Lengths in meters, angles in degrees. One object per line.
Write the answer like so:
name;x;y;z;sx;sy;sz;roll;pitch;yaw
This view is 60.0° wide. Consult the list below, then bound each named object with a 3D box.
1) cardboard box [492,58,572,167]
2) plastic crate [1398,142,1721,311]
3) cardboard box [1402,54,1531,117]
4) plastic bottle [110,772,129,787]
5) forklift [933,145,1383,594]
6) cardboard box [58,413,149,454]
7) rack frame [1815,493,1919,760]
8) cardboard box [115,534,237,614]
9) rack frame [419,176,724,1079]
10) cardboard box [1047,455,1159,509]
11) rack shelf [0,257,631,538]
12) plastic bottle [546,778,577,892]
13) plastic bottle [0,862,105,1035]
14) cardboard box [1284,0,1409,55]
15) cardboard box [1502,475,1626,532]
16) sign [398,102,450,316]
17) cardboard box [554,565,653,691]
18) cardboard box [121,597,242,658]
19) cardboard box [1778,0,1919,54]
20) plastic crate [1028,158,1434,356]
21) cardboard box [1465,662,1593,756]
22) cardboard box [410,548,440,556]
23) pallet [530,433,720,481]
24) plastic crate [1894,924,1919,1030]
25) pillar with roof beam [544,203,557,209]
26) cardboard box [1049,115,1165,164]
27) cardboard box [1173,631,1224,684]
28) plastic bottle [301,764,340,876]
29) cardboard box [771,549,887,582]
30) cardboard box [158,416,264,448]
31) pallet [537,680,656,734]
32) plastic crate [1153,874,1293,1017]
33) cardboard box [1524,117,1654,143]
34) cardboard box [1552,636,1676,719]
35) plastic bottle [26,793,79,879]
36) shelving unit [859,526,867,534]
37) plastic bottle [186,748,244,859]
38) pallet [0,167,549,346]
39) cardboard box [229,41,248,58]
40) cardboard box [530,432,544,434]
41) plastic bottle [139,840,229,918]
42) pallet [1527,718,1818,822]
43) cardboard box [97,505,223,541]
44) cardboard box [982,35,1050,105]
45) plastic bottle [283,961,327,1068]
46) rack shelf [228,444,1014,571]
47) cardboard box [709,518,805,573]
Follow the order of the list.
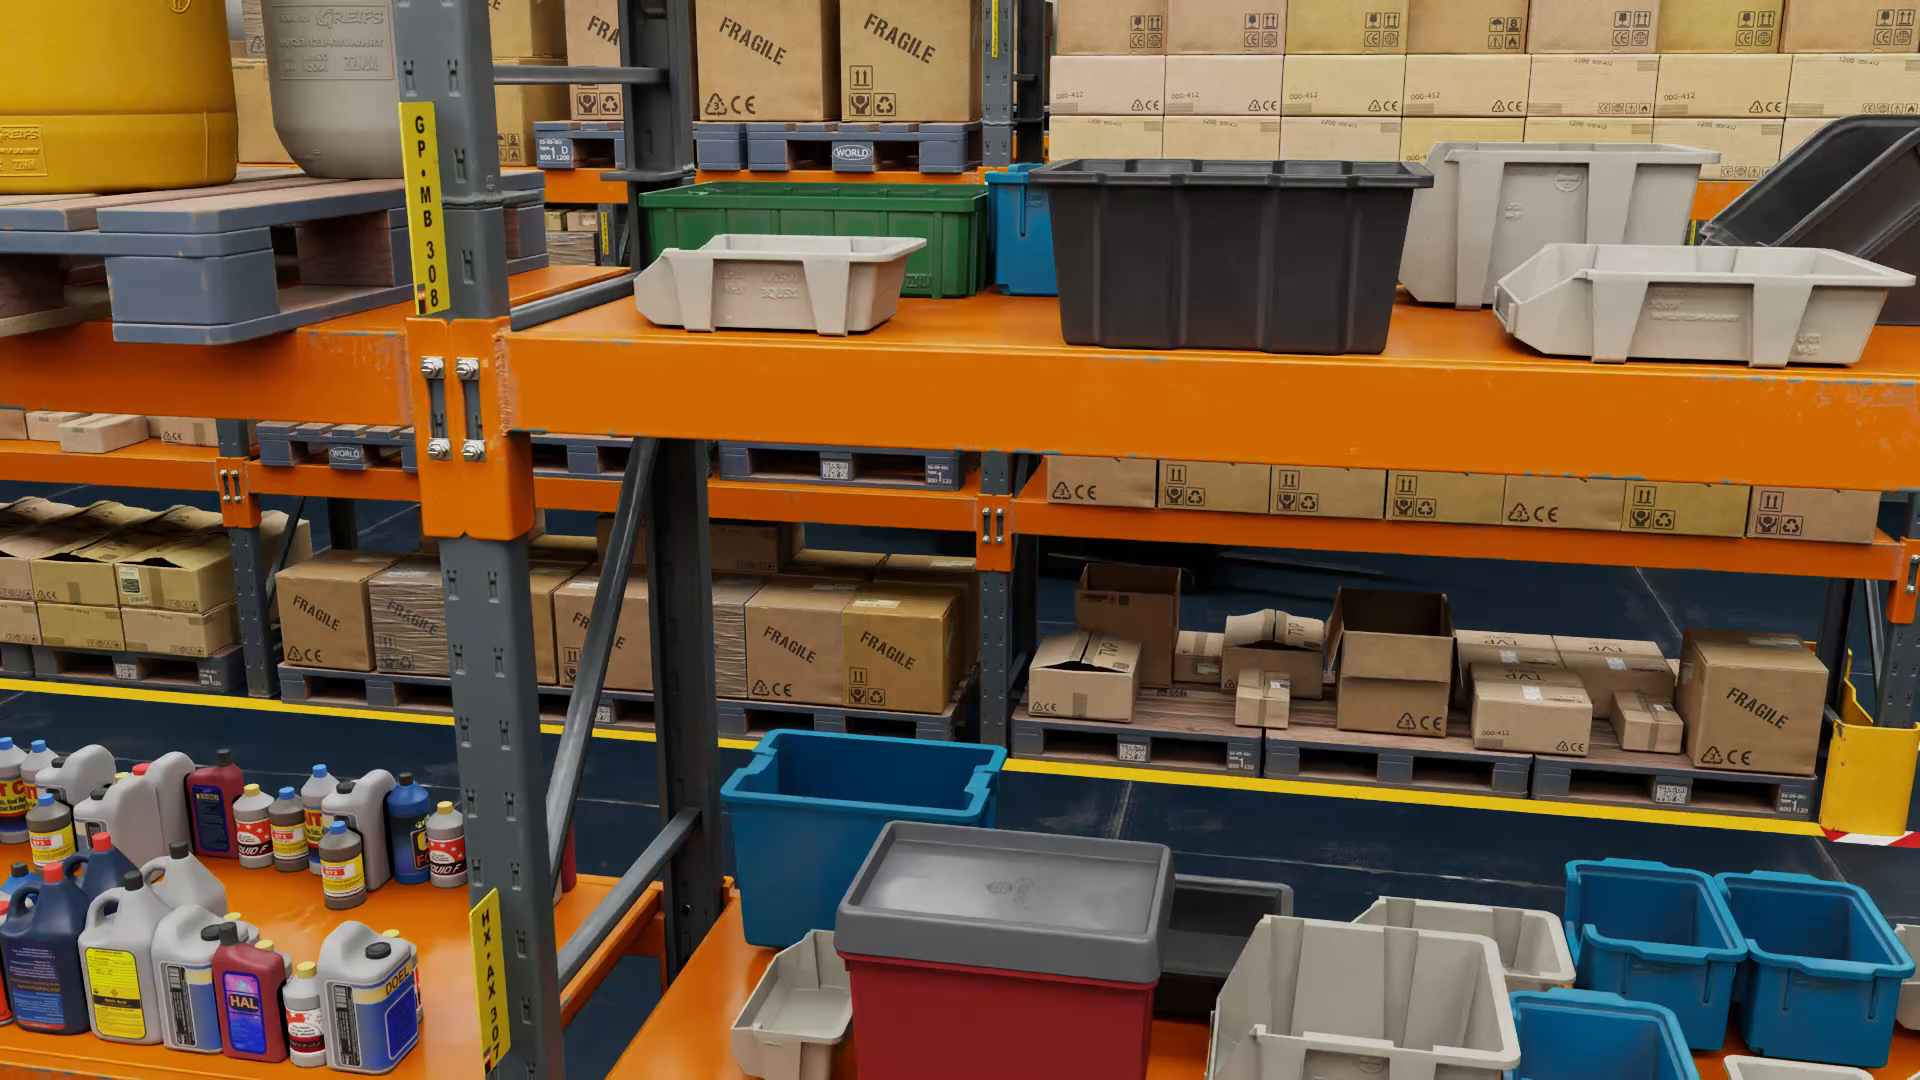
cardboard box;-2.217;-2.149;8.325;0.500;0.500;0.910;3;16;11
plastic crate;1.077;-0.590;3.107;0.530;0.282;0.437;3;16;11
cardboard box;2.154;-1.953;7.148;0.500;0.250;0.500;3;16;11
plastic bottle;-2.125;0.693;4.244;0.097;0.201;0.097;0;15;0
forklift;1.378;-1.228;10.934;3.031;2.935;1.130;7;17;23
cardboard box;-4.597;-0.579;8.933;0.250;0.149;0.380;3;16;11
rack frame;4.179;-0.299;7.452;0.127;3.000;1.000;3;16;11
cardboard box;-4.223;0.165;9.092;0.500;0.311;0.500;4;16;13
rack frame;-0.732;0.784;3.543;0.127;3.000;1.000;3;16;11
cardboard box;0.704;-0.461;7.851;0.500;0.500;0.500;4;16;13
rack shelf;-2.692;-0.421;3.622;4.000;0.370;1.077;3;16;11
plastic bottle;-1.006;0.709;4.032;0.133;0.283;0.061;3;16;11
plastic bottle;-1.879;0.835;3.452;0.185;0.351;0.144;3;16;11
cardboard box;1.696;-2.383;7.295;0.500;0.500;0.700;3;16;11
cardboard box;2.689;-0.354;7.465;0.500;0.500;0.500;3;16;12
sign;-0.843;-0.522;2.622;0.005;0.325;0.100;3;16;11
cardboard box;-1.755;0.448;8.614;0.500;0.500;0.500;3;16;9
cardboard box;-4.225;0.434;9.170;0.500;0.250;0.500;3;16;12
cardboard box;3.672;-2.297;6.988;0.500;0.500;0.700;3;16;11
plastic crate;0.431;-0.461;2.662;0.590;0.269;0.497;3;16;11
cardboard box;2.672;0.791;7.843;0.500;0.250;0.500;3;16;11
cardboard box;-2.698;0.257;9.305;0.500;0.500;0.500;4;16;13
pallet;-1.754;-0.530;8.645;1.213;0.211;1.003;3;16;11
plastic crate;2.049;0.921;3.430;0.298;0.136;0.250;3;16;11
pillar with roof beam;-4.637;-4.081;9.867;0.400;9.000;9.100;3;16;11
cardboard box;0.686;-1.794;7.512;0.500;0.250;0.500;3;16;11
cardboard box;1.253;0.611;8.685;0.250;0.149;0.380;3;16;11
plastic bottle;-1.576;0.689;4.127;0.097;0.271;0.097;0;15;0
cardboard box;-0.692;0.366;8.910;0.500;0.500;0.500;3;16;12
cardboard box;-4.009;-0.712;9.111;0.500;0.311;0.500;4;16;15
pallet;-1.745;0.735;8.945;1.213;0.211;1.003;3;16;11
plastic crate;0.418;0.877;3.610;0.590;0.125;0.437;3;16;11
cardboard box;2.642;-1.683;7.111;0.500;0.250;0.500;3;16;11
cardboard box;3.212;0.685;8.228;0.500;0.250;0.500;3;16;11
plastic bottle;-2.251;0.727;4.119;0.097;0.201;0.097;0;15;0
shelving unit;-0.316;-0.781;12.003;0.755;1.500;0.431;6;17;21
plastic bottle;-1.877;0.662;4.202;0.133;0.283;0.061;3;16;11
pallet;-1.520;-0.587;3.226;1.003;0.211;1.213;3;16;11
cardboard box;-6.077;-3.879;13.785;0.500;0.500;0.500;5;16;19
cardboard box;-2.163;-0.872;8.548;0.500;0.500;0.700;6;17;22
plastic bottle;-1.669;0.807;3.553;0.185;0.351;0.144;3;16;11
pallet;3.323;0.999;7.991;1.213;0.211;1.003;3;16;11
cardboard box;-4.632;-0.002;9.695;0.500;0.311;0.500;3;16;10
cardboard box;0.402;-3.589;12.699;0.500;0.500;0.700;2;16;8
plastic bottle;-1.302;0.944;3.336;0.097;0.201;0.097;0;15;0
rack shelf;-1.701;-0.271;8.700;4.000;0.370;1.077;3;16;11
cardboard box;-1.147;-0.023;8.910;0.500;0.250;0.500;3;16;11
